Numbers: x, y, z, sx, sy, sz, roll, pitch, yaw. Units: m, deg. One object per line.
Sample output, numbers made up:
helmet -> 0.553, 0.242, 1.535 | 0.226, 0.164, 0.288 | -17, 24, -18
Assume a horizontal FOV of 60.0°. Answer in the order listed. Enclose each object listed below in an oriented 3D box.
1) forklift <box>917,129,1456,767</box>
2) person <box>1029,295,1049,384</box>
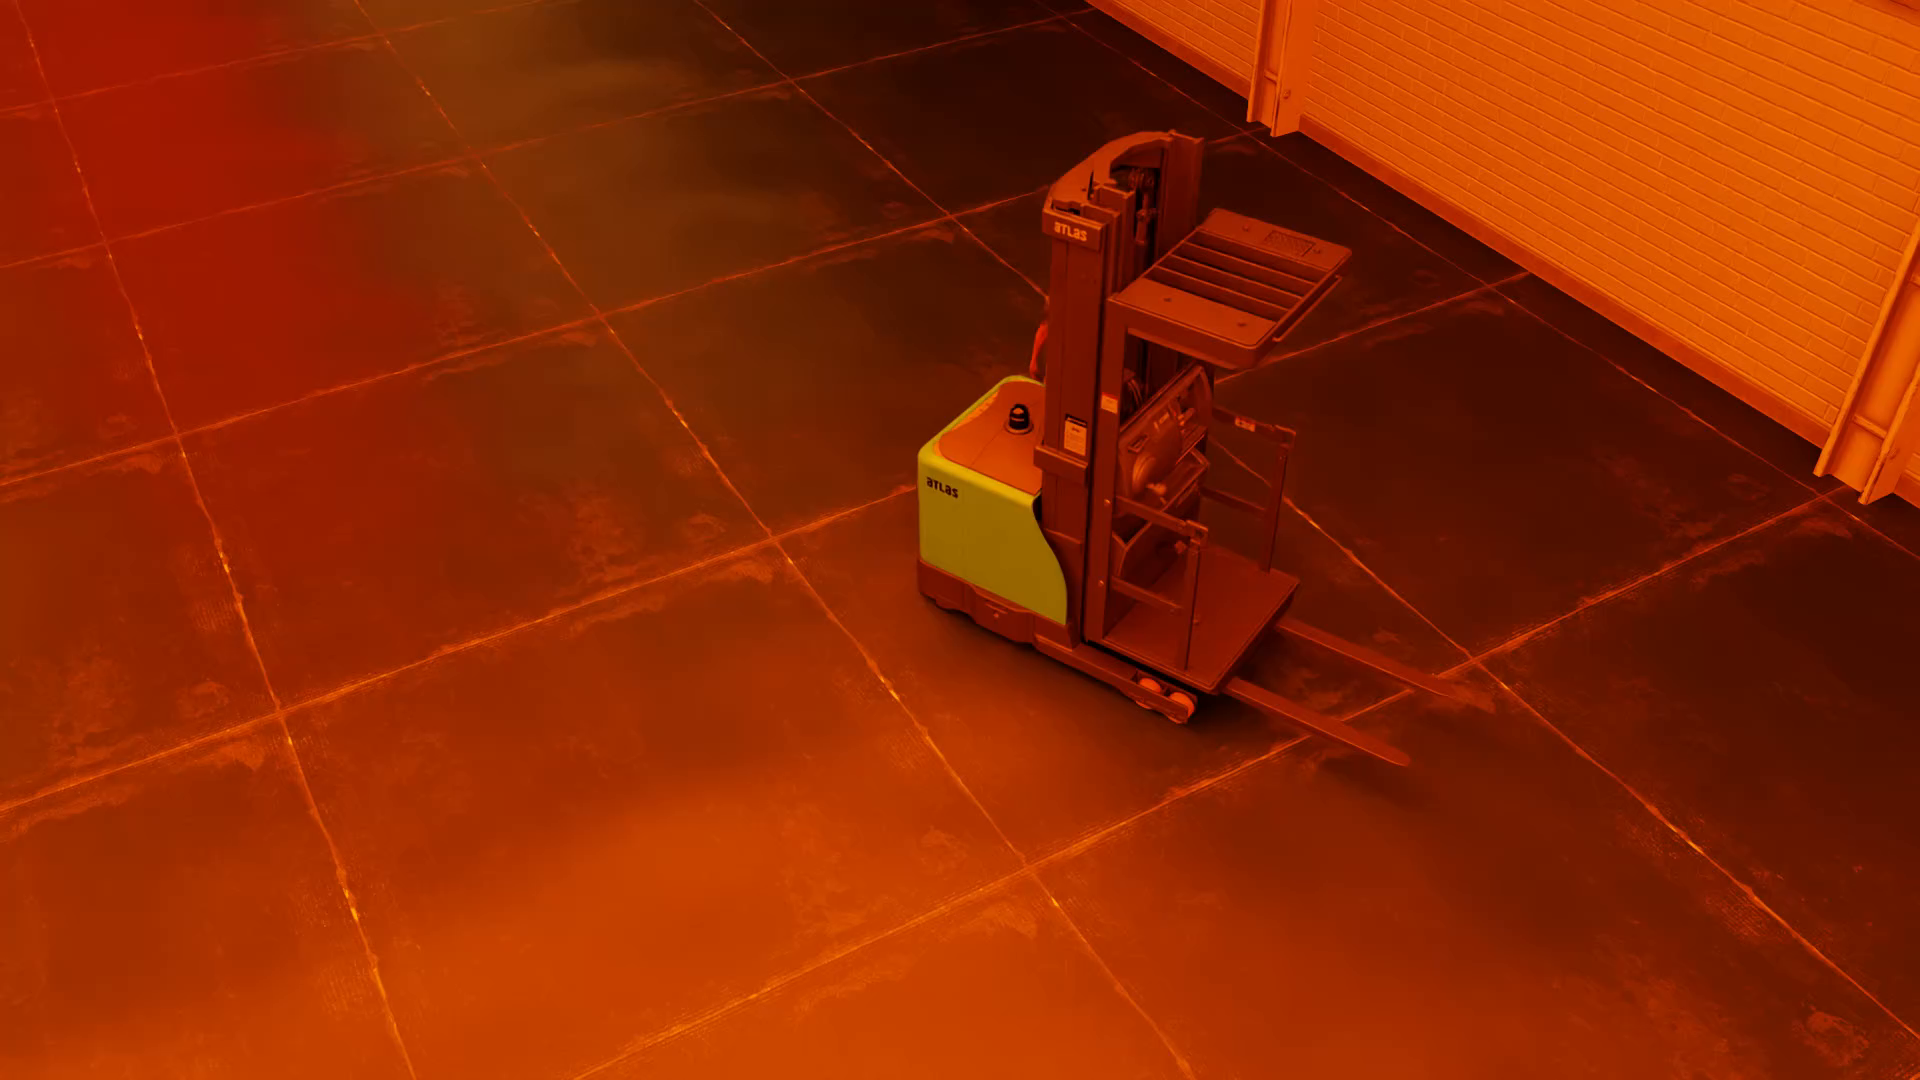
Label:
forklift -> 1.250, -0.514, 8.656 | 3.031, 2.935, 1.130 | 24, 45, 26
person -> 0.733, -0.998, 10.269 | 0.714, 1.622, 0.316 | 22, 45, 25
